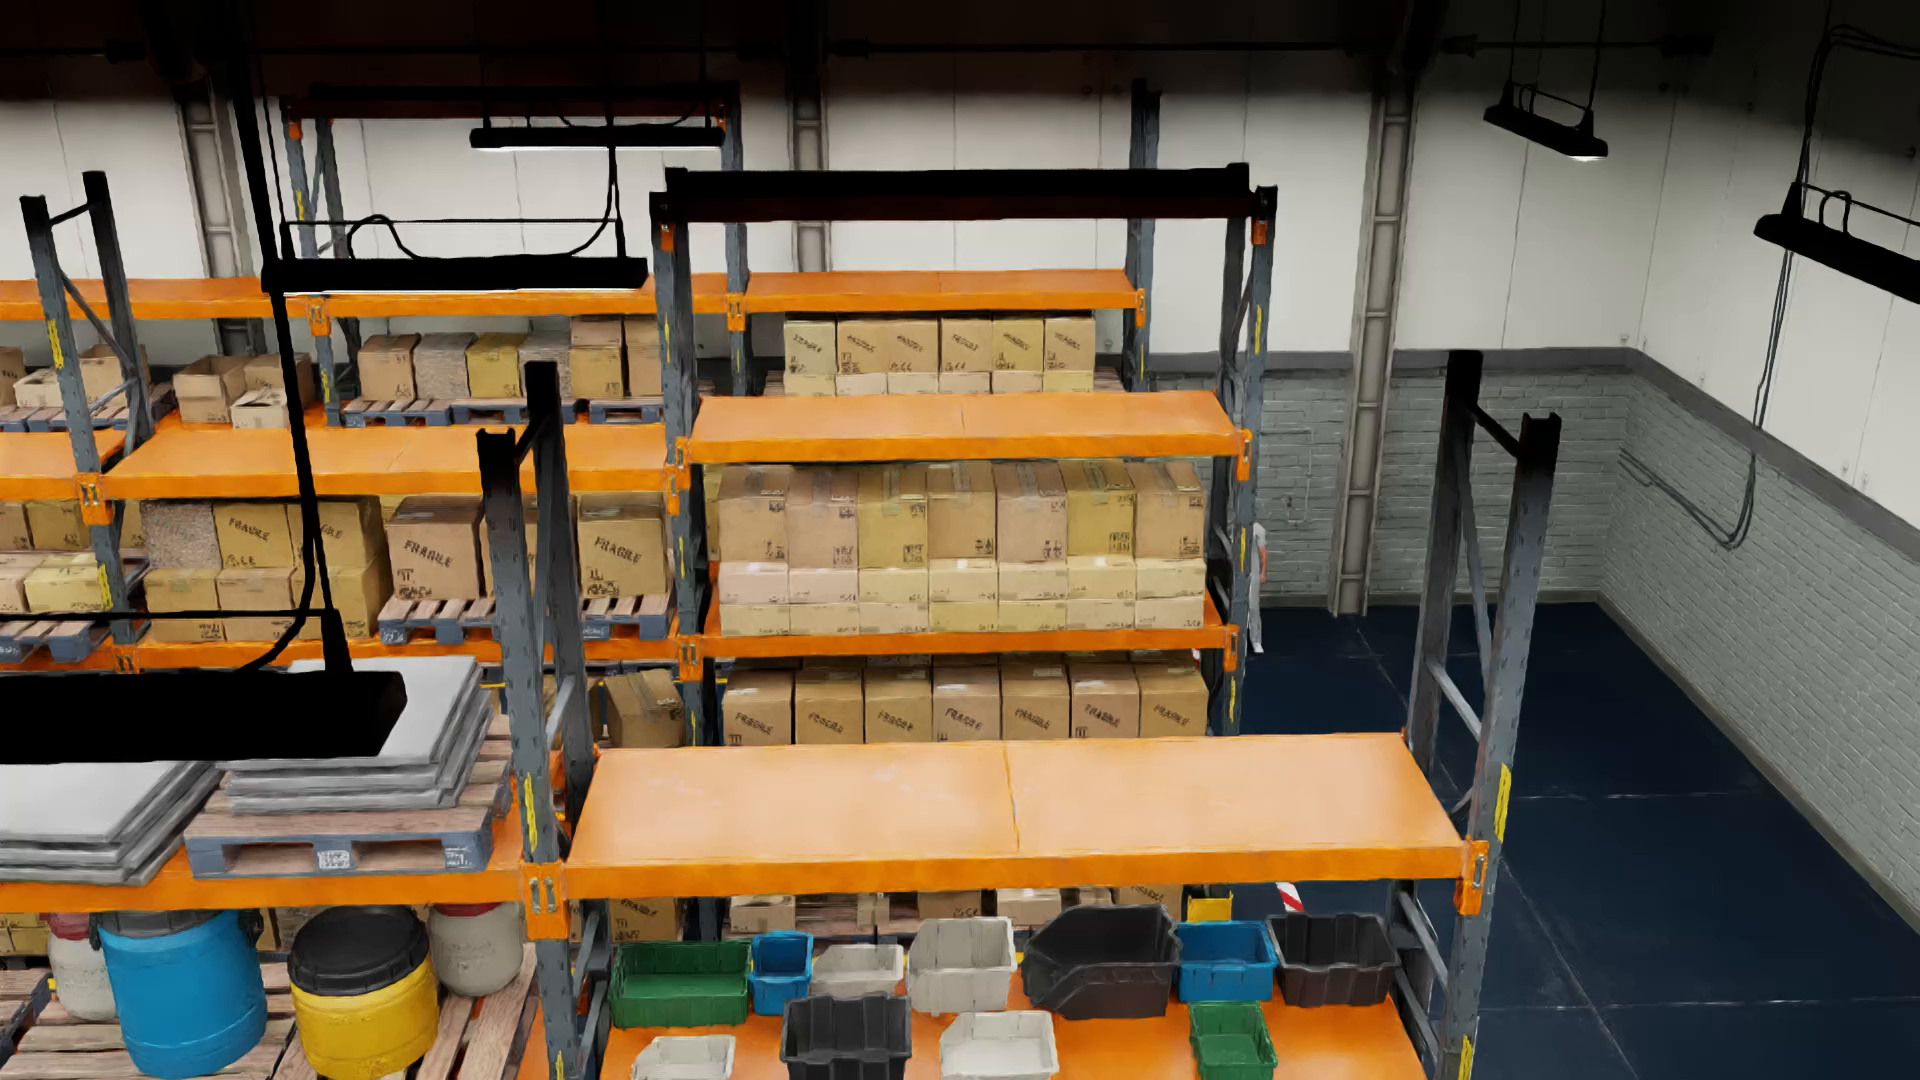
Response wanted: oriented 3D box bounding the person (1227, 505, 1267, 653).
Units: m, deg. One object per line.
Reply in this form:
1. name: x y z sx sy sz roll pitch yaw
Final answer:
1. person: 3.121 0.340 18.065 0.687 1.659 0.562 14 26 31
